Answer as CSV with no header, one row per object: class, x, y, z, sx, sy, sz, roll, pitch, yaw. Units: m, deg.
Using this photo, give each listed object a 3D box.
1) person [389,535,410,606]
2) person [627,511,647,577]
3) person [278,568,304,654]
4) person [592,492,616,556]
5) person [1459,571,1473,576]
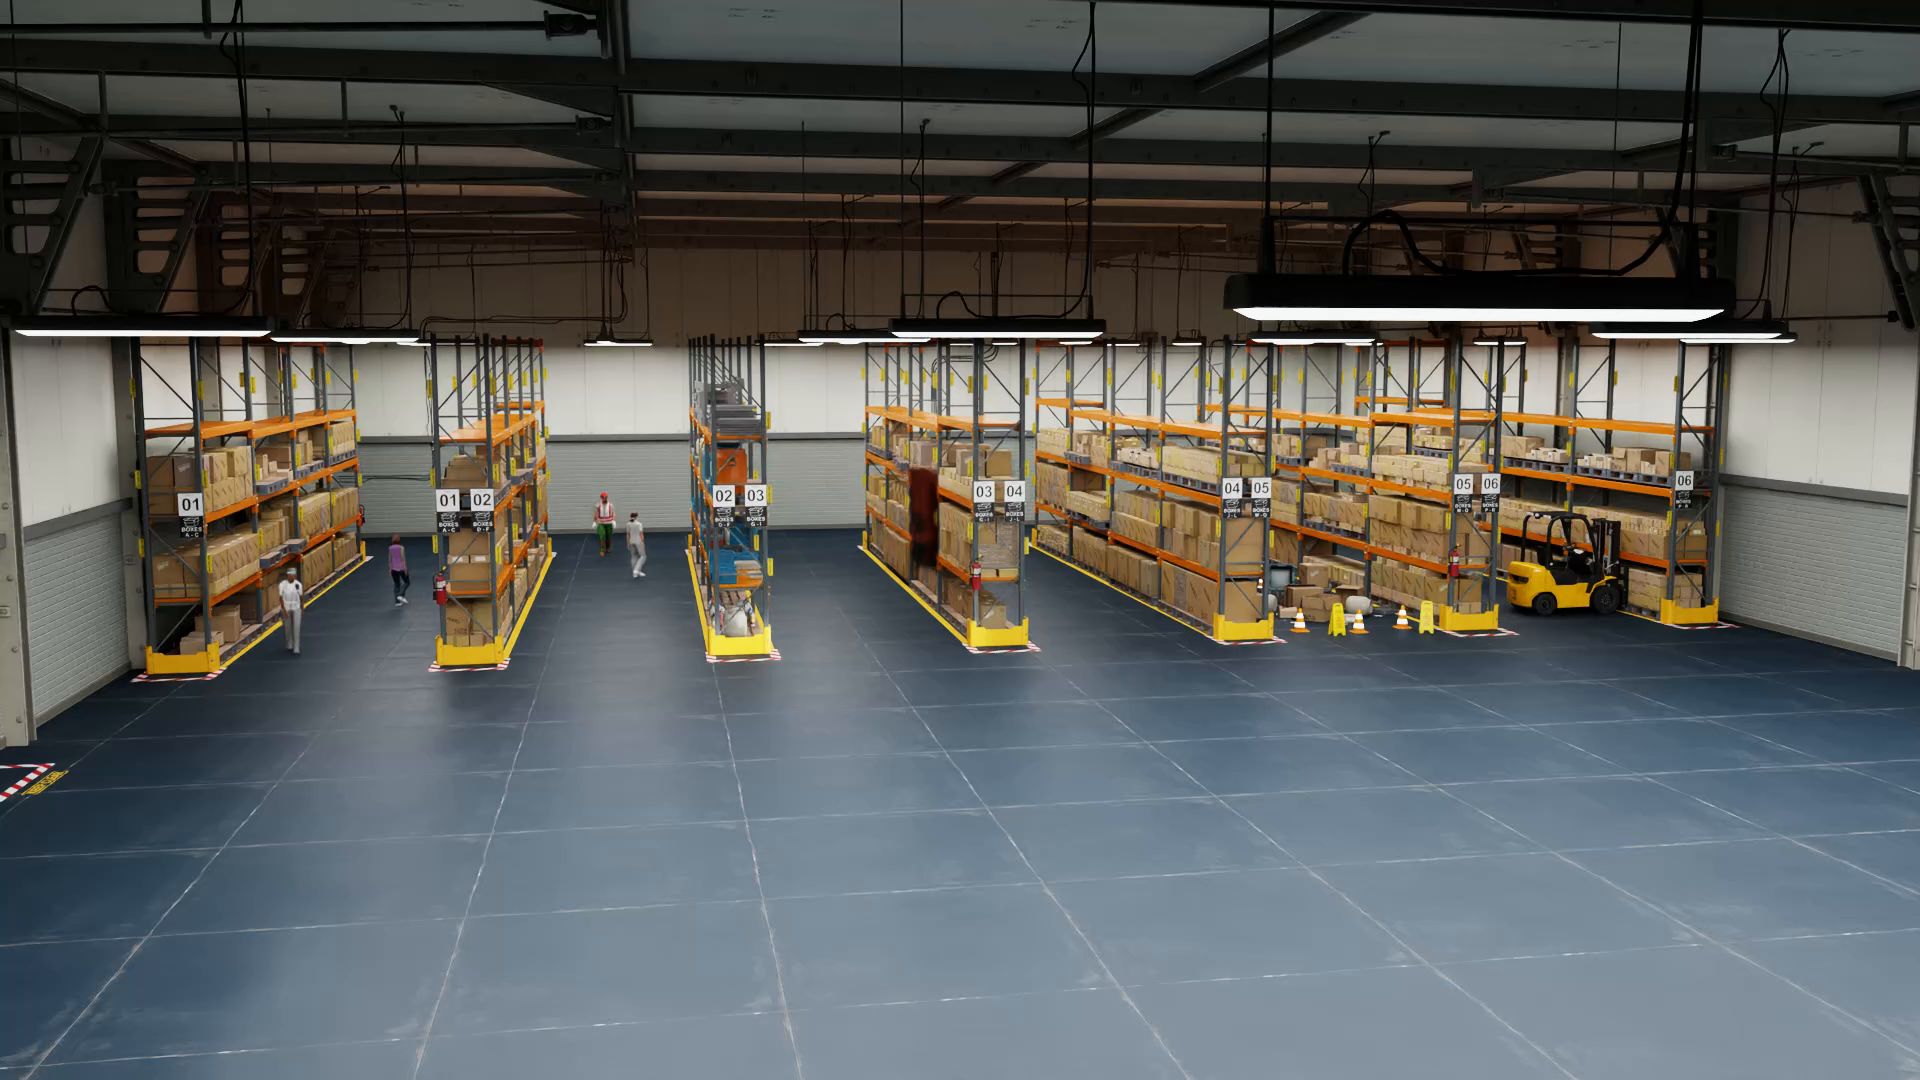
person,-12.542,0.686,37.081,0.459,1.589,0.467,1,7,6
person,-8.166,0.112,41.808,0.480,1.671,0.502,2,7,17
person,-12.621,1.316,31.410,0.446,1.601,1.016,-3,7,-26
person,-9.902,-0.468,46.272,0.658,1.724,1.034,-1,7,-9
person,12.478,0.120,41.083,0.538,1.757,0.526,-4,8,-29
